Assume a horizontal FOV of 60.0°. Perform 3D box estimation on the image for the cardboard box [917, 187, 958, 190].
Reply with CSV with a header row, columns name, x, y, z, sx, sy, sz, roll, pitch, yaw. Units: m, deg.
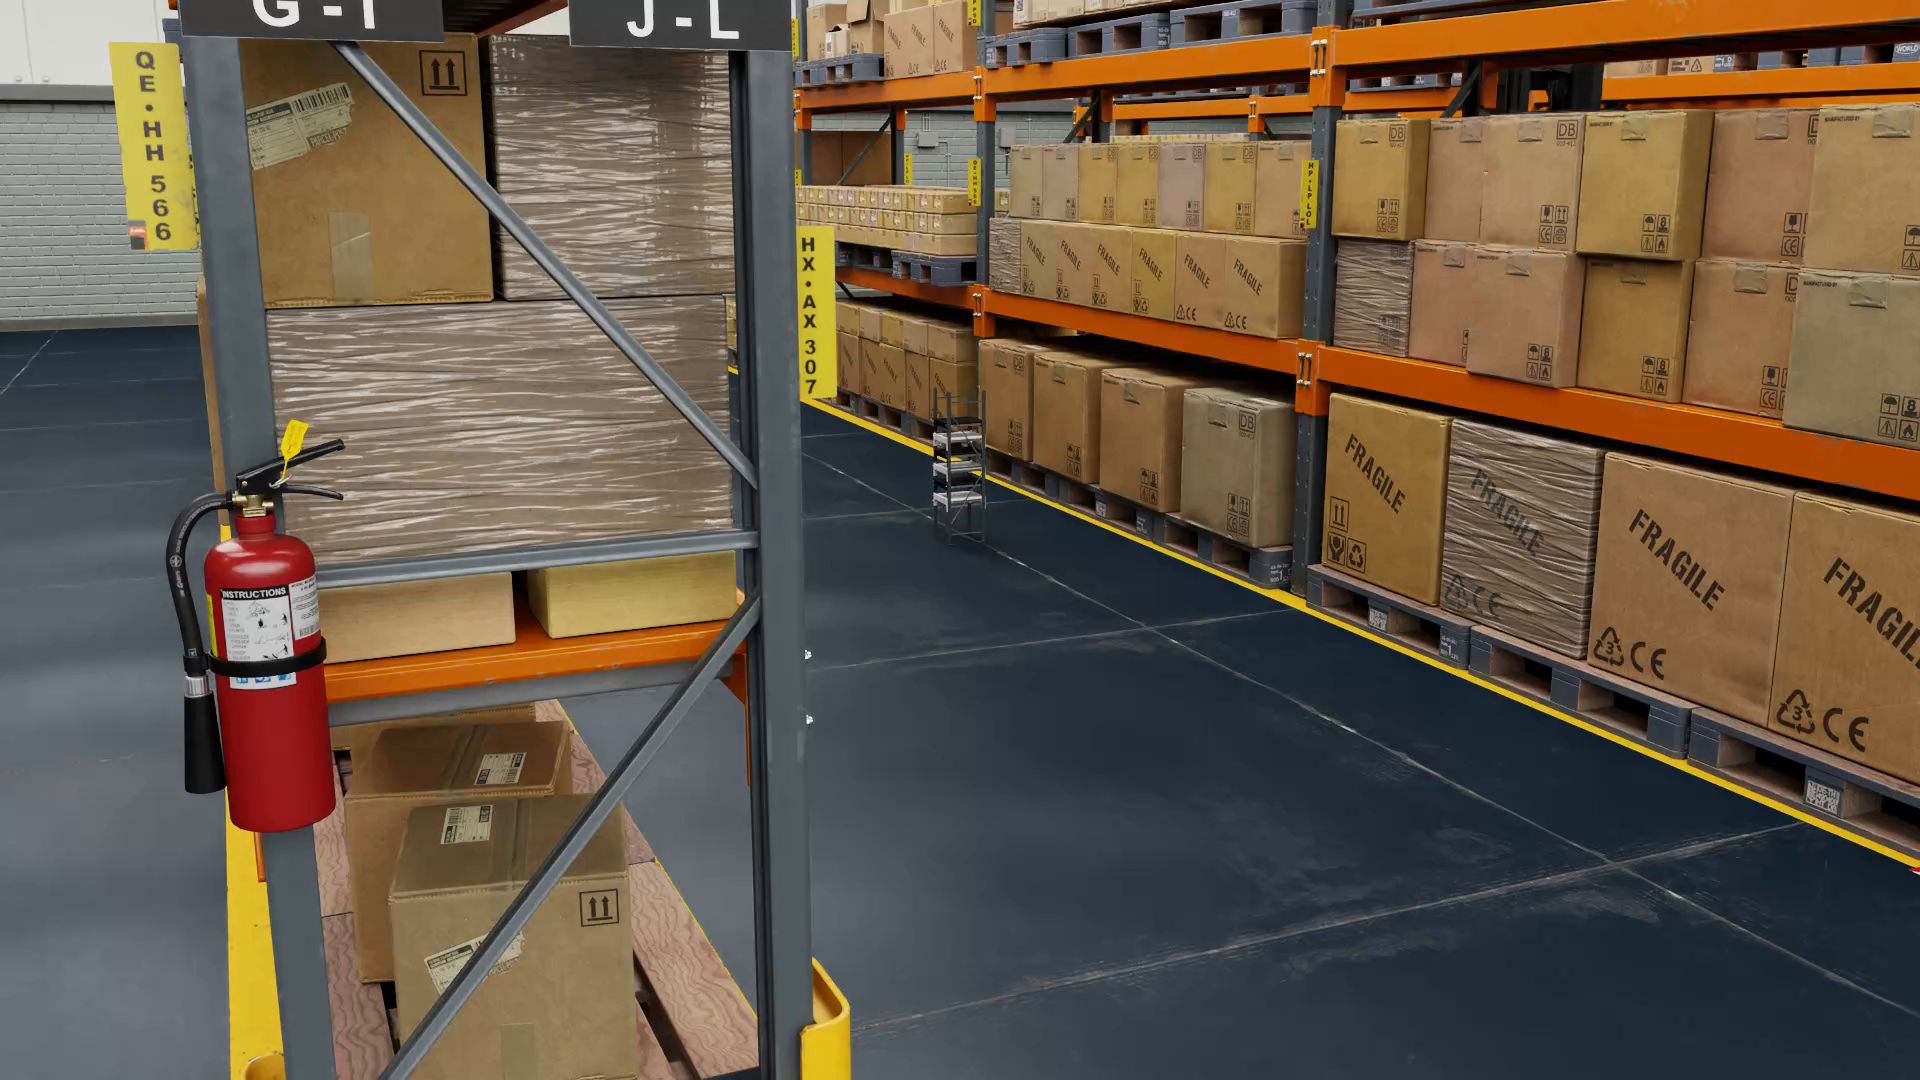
name,x,y,z,sx,sy,sz,roll,pitch,yaw
cardboard box,-0.143,-2.904,14.071,0.380,0.149,0.250,-6,14,-25

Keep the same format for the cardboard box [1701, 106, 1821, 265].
name,x,y,z,sx,sy,sz,roll,pitch,yaw
cardboard box,3.286,-1.300,6.106,0.875,0.550,0.550,-6,14,-23

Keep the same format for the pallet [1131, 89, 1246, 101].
name,x,y,z,sx,sy,sz,roll,pitch,yaw
pallet,2.689,-5.174,19.119,1.003,0.211,1.213,-6,14,-23

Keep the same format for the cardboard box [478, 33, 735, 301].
name,x,y,z,sx,sy,sz,roll,pitch,yaw
cardboard box,-0.752,-0.779,3.485,0.500,0.500,0.500,-6,14,-23

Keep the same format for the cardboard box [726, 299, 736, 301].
name,x,y,z,sx,sy,sz,roll,pitch,yaw
cardboard box,-2.487,-2.613,18.581,0.380,0.149,0.250,-5,14,-22

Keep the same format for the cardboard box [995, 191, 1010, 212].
name,x,y,z,sx,sy,sz,roll,pitch,yaw
cardboard box,0.481,-2.580,12.673,0.380,0.149,0.250,-6,14,-24

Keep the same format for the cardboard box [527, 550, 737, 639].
name,x,y,z,sx,sy,sz,roll,pitch,yaw
cardboard box,-0.677,0.082,3.421,0.380,0.149,0.250,-6,14,-23

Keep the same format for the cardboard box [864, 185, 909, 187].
name,x,y,z,sx,sy,sz,roll,pitch,yaw
cardboard box,-0.664,-3.173,15.235,0.380,0.149,0.250,-5,14,-20

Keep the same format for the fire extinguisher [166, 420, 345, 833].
name,x,y,z,sx,sy,sz,roll,pitch,yaw
fire extinguisher,-1.158,0.143,2.772,0.296,0.674,0.183,-6,14,-23

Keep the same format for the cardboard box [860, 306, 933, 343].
name,x,y,z,sx,sy,sz,roll,pitch,yaw
cardboard box,-0.534,-1.827,14.059,0.500,0.250,0.500,-5,14,-21

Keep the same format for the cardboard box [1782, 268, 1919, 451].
name,x,y,z,sx,sy,sz,roll,pitch,yaw
cardboard box,3.373,-0.645,5.670,0.875,0.550,0.550,-6,14,-23

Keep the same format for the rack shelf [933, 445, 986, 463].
name,x,y,z,sx,sy,sz,roll,pitch,yaw
rack shelf,-0.003,-0.495,9.763,0.258,0.077,0.200,-6,14,-23

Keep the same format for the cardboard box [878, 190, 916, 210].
name,x,y,z,sx,sy,sz,roll,pitch,yaw
cardboard box,-0.423,-2.683,13.118,0.380,0.149,0.250,-6,14,-23

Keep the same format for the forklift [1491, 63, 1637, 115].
name,x,y,z,sx,sy,sz,roll,pitch,yaw
forklift,4.125,-1.752,10.939,1.130,2.935,3.031,-7,15,-29

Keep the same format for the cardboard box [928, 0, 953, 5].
name,x,y,z,sx,sy,sz,roll,pitch,yaw
cardboard box,-0.020,-4.088,12.308,0.396,0.266,0.258,-6,14,-23

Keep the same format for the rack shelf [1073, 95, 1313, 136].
name,x,y,z,sx,sy,sz,roll,pitch,yaw
rack shelf,2.690,-4.859,19.153,1.077,0.370,4.000,-6,14,-23

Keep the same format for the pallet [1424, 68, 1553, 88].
name,x,y,z,sx,sy,sz,roll,pitch,yaw
pallet,4.787,-4.006,14.291,1.213,0.211,1.003,-5,14,-20

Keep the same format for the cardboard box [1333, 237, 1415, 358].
name,x,y,z,sx,sy,sz,roll,pitch,yaw
cardboard box,2.360,-1.212,8.120,0.875,0.550,0.550,-6,14,-23

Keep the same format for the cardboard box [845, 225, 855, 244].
name,x,y,z,sx,sy,sz,roll,pitch,yaw
cardboard box,-0.739,-2.557,13.889,0.380,0.149,0.250,-6,14,-24

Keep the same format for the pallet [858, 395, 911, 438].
name,x,y,z,sx,sy,sz,roll,pitch,yaw
pallet,-0.198,-1.095,14.132,1.003,0.211,1.213,-6,14,-23

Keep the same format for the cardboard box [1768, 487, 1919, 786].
name,x,y,z,sx,sy,sz,roll,pitch,yaw
cardboard box,3.471,0.309,5.663,0.875,0.875,0.875,-6,14,-23

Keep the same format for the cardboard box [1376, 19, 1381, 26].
name,x,y,z,sx,sy,sz,roll,pitch,yaw
cardboard box,4.122,-4.561,15.118,0.500,0.500,0.500,-5,14,-22

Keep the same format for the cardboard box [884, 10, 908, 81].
name,x,y,z,sx,sy,sz,roll,pitch,yaw
cardboard box,-0.272,-3.851,12.983,0.500,0.500,0.500,-6,14,-23

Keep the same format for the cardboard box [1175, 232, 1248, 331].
name,x,y,z,sx,sy,sz,roll,pitch,yaw
cardboard box,1.545,-1.450,9.263,0.500,0.500,0.500,-6,14,-24

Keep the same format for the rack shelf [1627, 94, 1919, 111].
name,x,y,z,sx,sy,sz,roll,pitch,yaw
rack shelf,8.839,-4.481,17.523,1.077,0.370,4.000,-6,14,-23

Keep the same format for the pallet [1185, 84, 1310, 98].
name,x,y,z,sx,sy,sz,roll,pitch,yaw
pallet,3.173,-4.923,18.031,1.003,0.211,1.213,-6,14,-23

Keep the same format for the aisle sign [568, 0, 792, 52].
name,x,y,z,sx,sy,sz,roll,pitch,yaw
aisle sign,-0.482,-1.241,2.814,0.394,0.787,0.004,-6,14,-23

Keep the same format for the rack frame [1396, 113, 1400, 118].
name,x,y,z,sx,sy,sz,roll,pitch,yaw
rack frame,6.436,-4.610,23.136,1.000,3.000,0.127,-6,14,-23

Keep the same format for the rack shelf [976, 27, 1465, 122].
name,x,y,z,sx,sy,sz,roll,pitch,yaw
rack shelf,1.400,-2.738,9.990,1.077,0.370,4.000,-6,14,-23

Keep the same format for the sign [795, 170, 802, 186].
name,x,y,z,sx,sy,sz,roll,pitch,yaw
sign,-1.498,-3.238,15.287,0.100,0.325,0.005,-6,14,-23

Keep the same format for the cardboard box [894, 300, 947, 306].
name,x,y,z,sx,sy,sz,roll,pitch,yaw
cardboard box,-0.280,-1.980,14.723,0.500,0.250,0.500,-5,14,-20

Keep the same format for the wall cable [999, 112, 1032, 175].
name,x,y,z,sx,sy,sz,roll,pitch,yaw
wall cable,0.904,-5.949,26.669,0.588,1.984,0.122,-6,14,-23

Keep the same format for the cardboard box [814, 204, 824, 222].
name,x,y,z,sx,sy,sz,roll,pitch,yaw
cardboard box,-1.058,-2.864,14.558,0.380,0.149,0.250,-5,14,-22

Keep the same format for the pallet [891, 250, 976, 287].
name,x,y,z,sx,sy,sz,roll,pitch,yaw
pallet,0.216,-2.084,12.648,1.213,0.211,1.003,-6,14,-23

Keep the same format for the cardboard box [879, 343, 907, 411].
name,x,y,z,sx,sy,sz,roll,pitch,yaw
cardboard box,-0.336,-1.355,13.683,0.500,0.500,0.500,-6,14,-25

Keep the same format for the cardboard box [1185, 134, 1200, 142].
name,x,y,z,sx,sy,sz,roll,pitch,yaw
cardboard box,2.728,-4.437,18.511,0.380,0.149,0.250,-6,14,-23

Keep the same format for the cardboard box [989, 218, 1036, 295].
name,x,y,z,sx,sy,sz,roll,pitch,yaw
cardboard box,0.531,-1.972,11.515,0.500,0.500,0.500,-5,14,-22

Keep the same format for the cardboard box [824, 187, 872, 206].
name,x,y,z,sx,sy,sz,roll,pitch,yaw
cardboard box,-0.952,-2.954,14.286,0.380,0.149,0.250,-6,14,-24

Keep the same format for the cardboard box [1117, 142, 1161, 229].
name,x,y,z,sx,sy,sz,roll,pitch,yaw
cardboard box,1.386,-2.167,10.139,0.700,0.500,0.500,-6,14,-24

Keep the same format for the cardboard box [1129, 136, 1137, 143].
name,x,y,z,sx,sy,sz,roll,pitch,yaw
cardboard box,2.223,-4.700,19.649,0.380,0.149,0.250,-5,14,-22

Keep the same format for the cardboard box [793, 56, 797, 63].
name,x,y,z,sx,sy,sz,roll,pitch,yaw
cardboard box,-1.421,-4.571,15.538,0.500,0.250,0.500,-6,14,-26

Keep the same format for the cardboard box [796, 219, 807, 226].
name,x,y,z,sx,sy,sz,roll,pitch,yaw
cardboard box,-1.267,-2.826,15.053,0.380,0.149,0.250,-6,14,-26

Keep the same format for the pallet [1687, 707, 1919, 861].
name,x,y,z,sx,sy,sz,roll,pitch,yaw
pallet,3.411,0.813,5.889,1.003,0.211,1.213,-6,14,-23

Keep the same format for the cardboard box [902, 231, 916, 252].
name,x,y,z,sx,sy,sz,roll,pitch,yaw
cardboard box,-0.221,-2.287,12.726,0.380,0.149,0.250,-5,14,-22

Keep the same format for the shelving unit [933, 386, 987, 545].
name,x,y,z,sx,sy,sz,roll,pitch,yaw
shelving unit,-0.003,-0.440,9.776,0.258,0.900,0.210,-6,14,-23

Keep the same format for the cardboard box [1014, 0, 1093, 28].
name,x,y,z,sx,sy,sz,roll,pitch,yaw
cardboard box,0.687,-3.542,10.913,0.500,0.311,0.500,-6,14,-23

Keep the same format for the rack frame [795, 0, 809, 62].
name,x,y,z,sx,sy,sz,roll,pitch,yaw
rack frame,-1.004,-5.789,14.926,1.000,3.000,0.127,-6,14,-23

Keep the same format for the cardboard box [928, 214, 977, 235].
name,x,y,z,sx,sy,sz,roll,pitch,yaw
cardboard box,-0.016,-2.328,12.243,0.380,0.149,0.250,-5,14,-22

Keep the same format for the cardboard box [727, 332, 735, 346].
name,x,y,z,sx,sy,sz,roll,pitch,yaw
cardboard box,-2.402,-2.211,18.163,0.380,0.149,0.250,-5,14,-22

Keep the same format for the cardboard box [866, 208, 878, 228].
name,x,y,z,sx,sy,sz,roll,pitch,yaw
cardboard box,-0.535,-2.594,13.394,0.380,0.149,0.250,-5,14,-22
